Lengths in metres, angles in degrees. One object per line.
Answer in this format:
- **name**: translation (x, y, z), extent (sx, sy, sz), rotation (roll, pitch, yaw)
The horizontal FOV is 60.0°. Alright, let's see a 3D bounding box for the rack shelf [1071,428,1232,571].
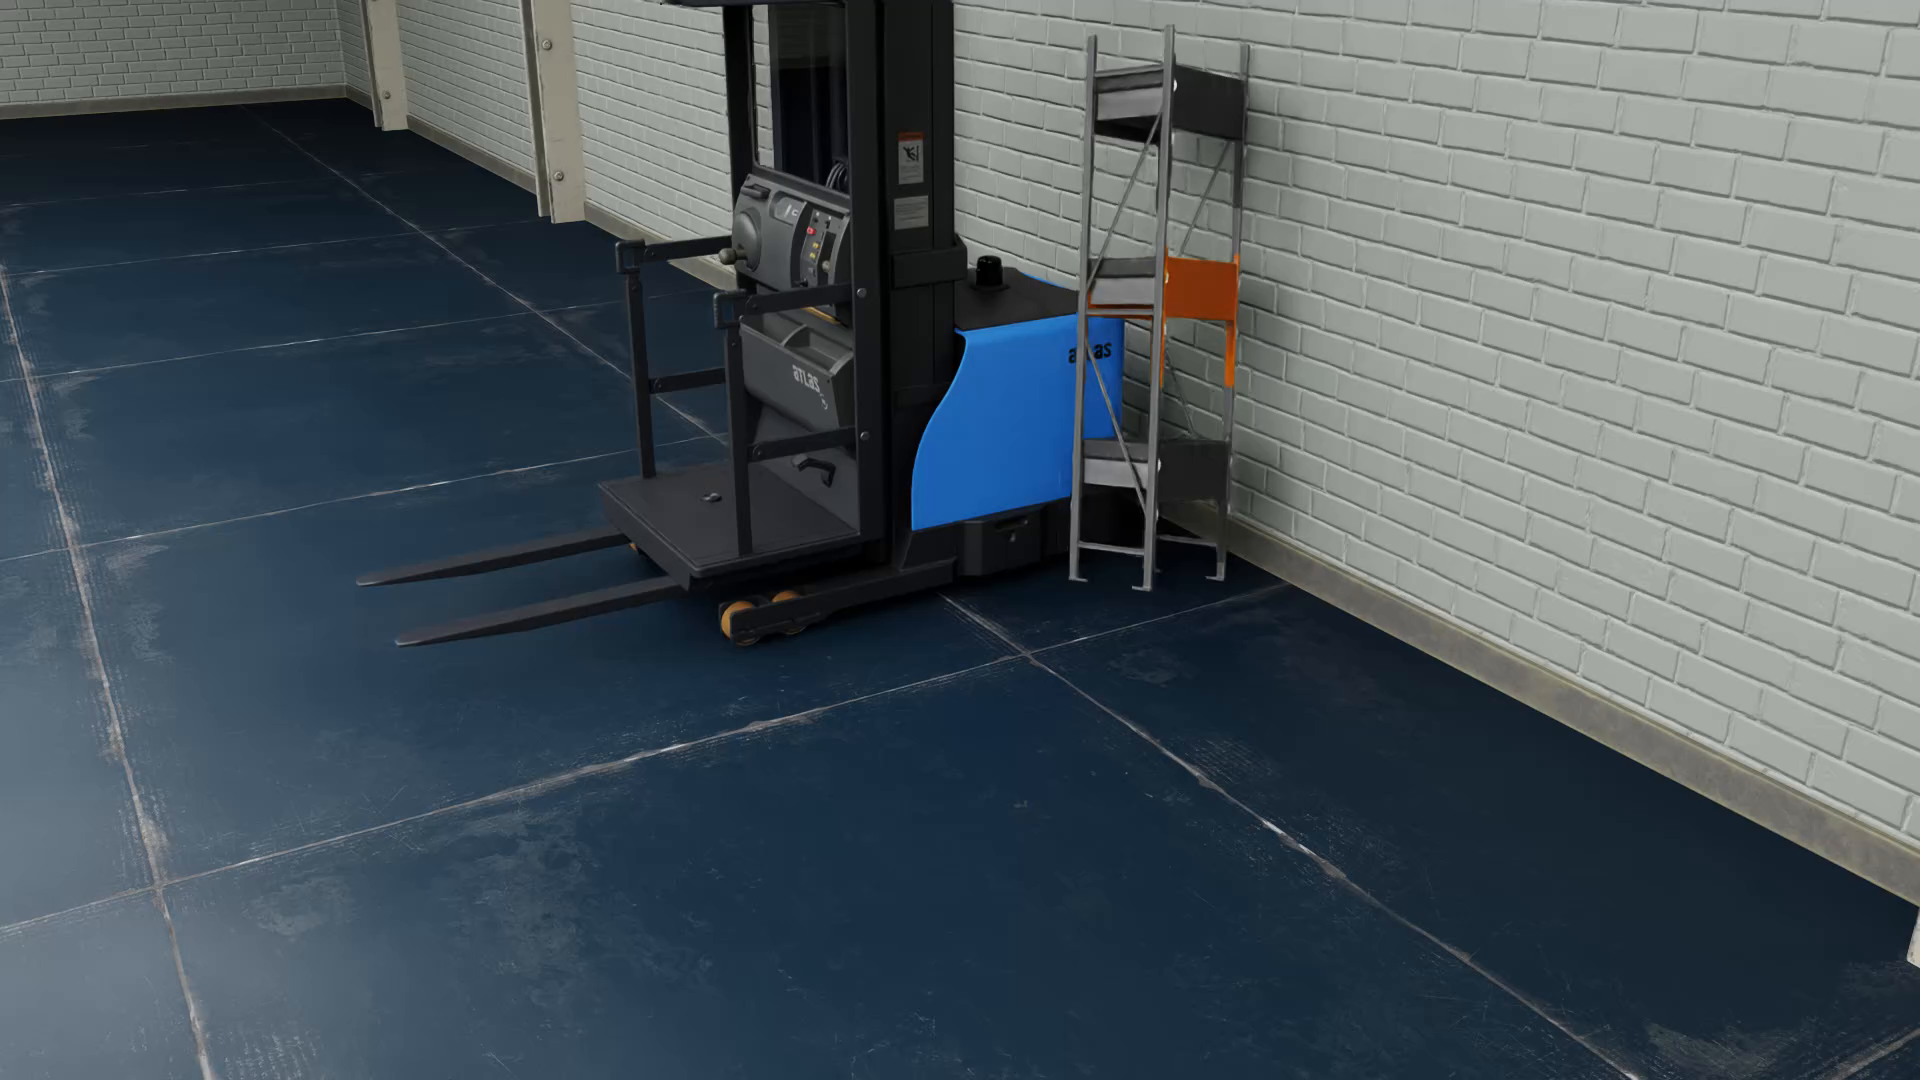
- **rack shelf**: translation (0.760, -0.173, 6.608), extent (0.431, 0.518, 0.480), rotation (8, 9, 43)

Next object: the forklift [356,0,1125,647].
- **forklift**: translation (-0.836, -1.183, 6.329), extent (3.031, 2.935, 1.130), rotation (-13, 25, -28)

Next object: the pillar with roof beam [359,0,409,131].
- **pillar with roof beam**: translation (-10.098, -7.995, 15.031), extent (9.100, 9.000, 0.400), rotation (-13, 25, -28)

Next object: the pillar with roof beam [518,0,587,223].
- **pillar with roof beam**: translation (-7.033, -6.053, 10.252), extent (9.100, 9.000, 0.400), rotation (-13, 25, -28)

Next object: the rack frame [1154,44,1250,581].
- **rack frame**: translation (0.947, -0.898, 6.702), extent (0.400, 2.100, 0.015), rotation (8, 9, 43)

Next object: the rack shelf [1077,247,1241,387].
- **rack shelf**: translation (0.779, -0.868, 6.528), extent (0.431, 0.518, 0.480), rotation (8, 9, 43)

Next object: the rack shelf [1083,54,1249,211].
- **rack shelf**: translation (0.798, -1.563, 6.447), extent (0.431, 0.518, 0.480), rotation (8, 9, 43)

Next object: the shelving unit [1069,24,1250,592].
- **shelving unit**: translation (0.779, -0.882, 6.526), extent (0.431, 2.100, 0.503), rotation (8, 9, 43)

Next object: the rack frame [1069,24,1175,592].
- **rack frame**: translation (0.612, -0.866, 6.350), extent (0.400, 2.100, 0.015), rotation (8, 9, 43)
